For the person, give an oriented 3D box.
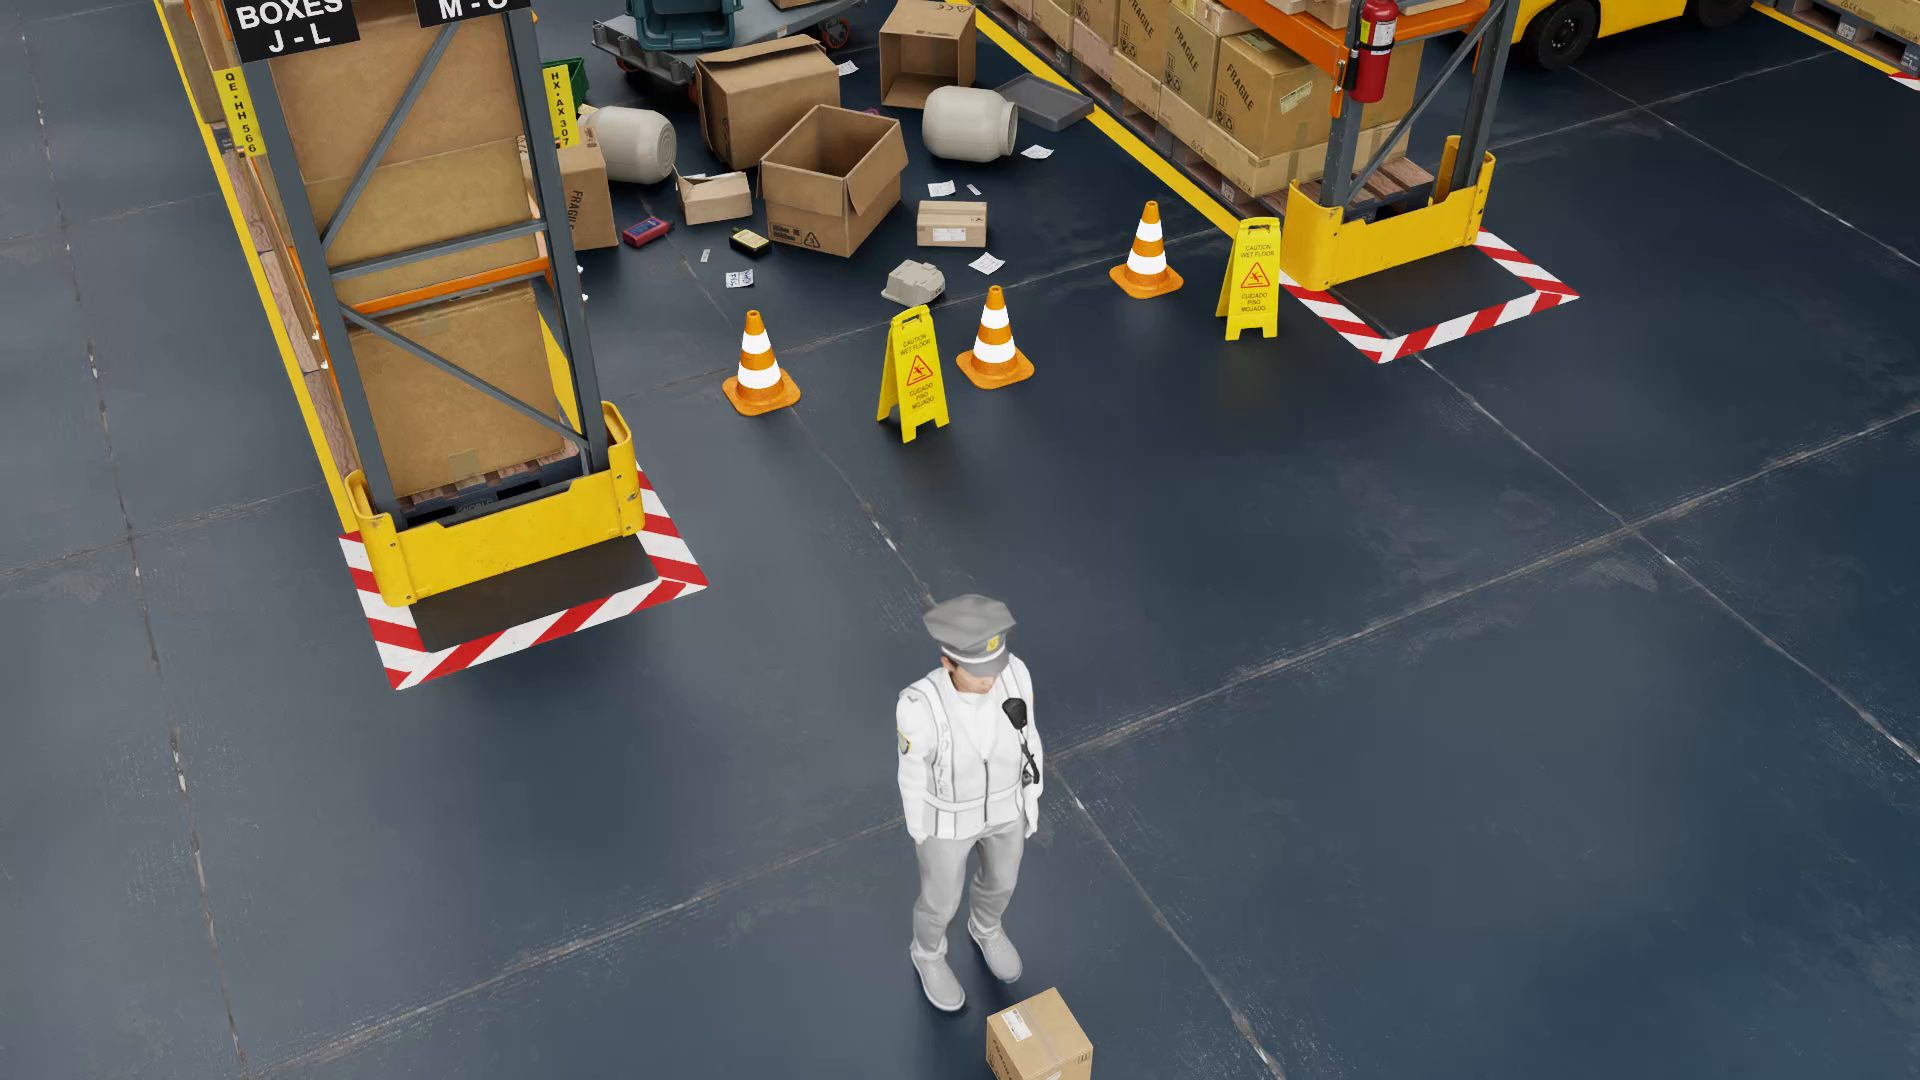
[{"bbox_3d":[0.044,0.852,5.205,0.467,1.680,0.329,-18,45,-19],"label":"person"}]
